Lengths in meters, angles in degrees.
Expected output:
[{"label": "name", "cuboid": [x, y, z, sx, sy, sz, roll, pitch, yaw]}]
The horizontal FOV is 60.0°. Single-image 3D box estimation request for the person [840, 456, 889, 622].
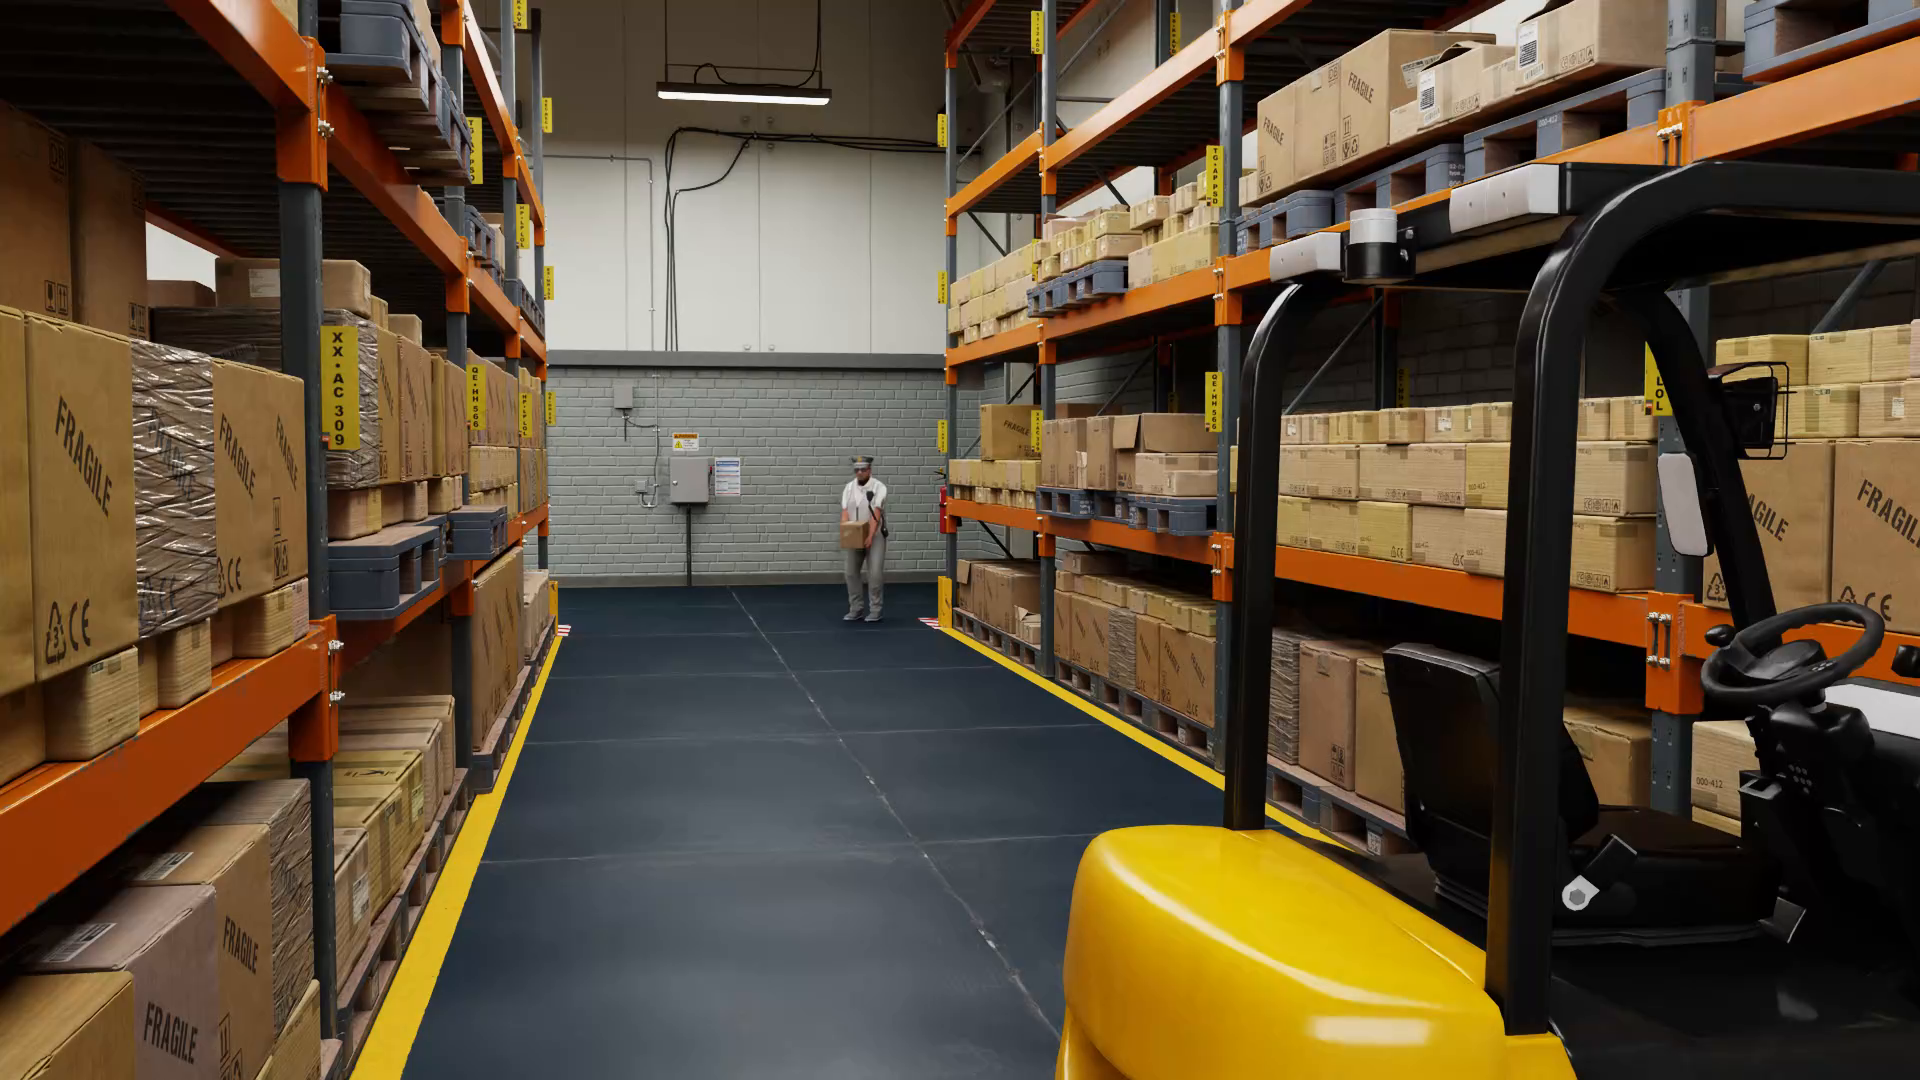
[{"label": "person", "cuboid": [-1.010, -0.016, 17.499, 0.484, 1.743, 0.587, 1, 3, 21]}]
